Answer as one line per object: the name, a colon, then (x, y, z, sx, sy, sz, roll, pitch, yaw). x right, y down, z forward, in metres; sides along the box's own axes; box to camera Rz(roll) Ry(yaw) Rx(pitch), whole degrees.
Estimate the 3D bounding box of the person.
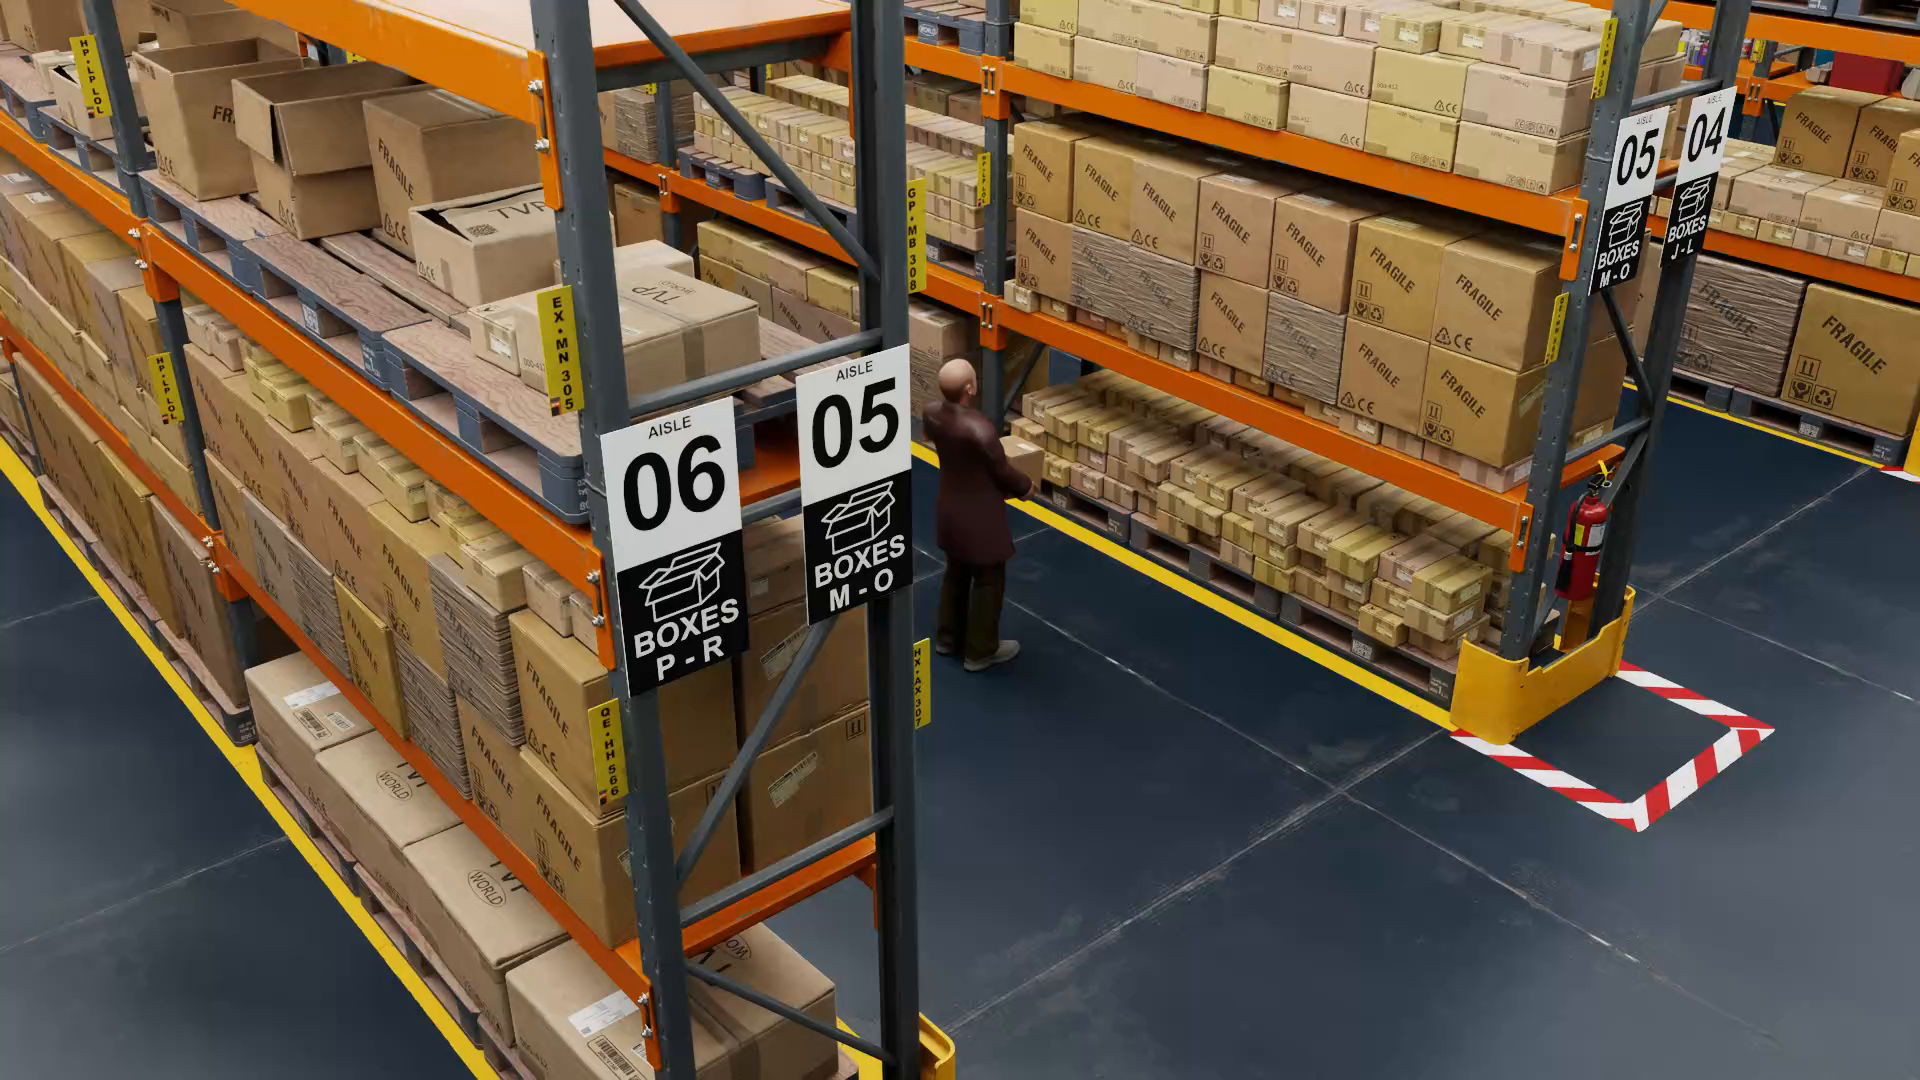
person: (0.127, -0.179, 8.983, 0.555, 1.769, 0.531, -21, 35, -35)
